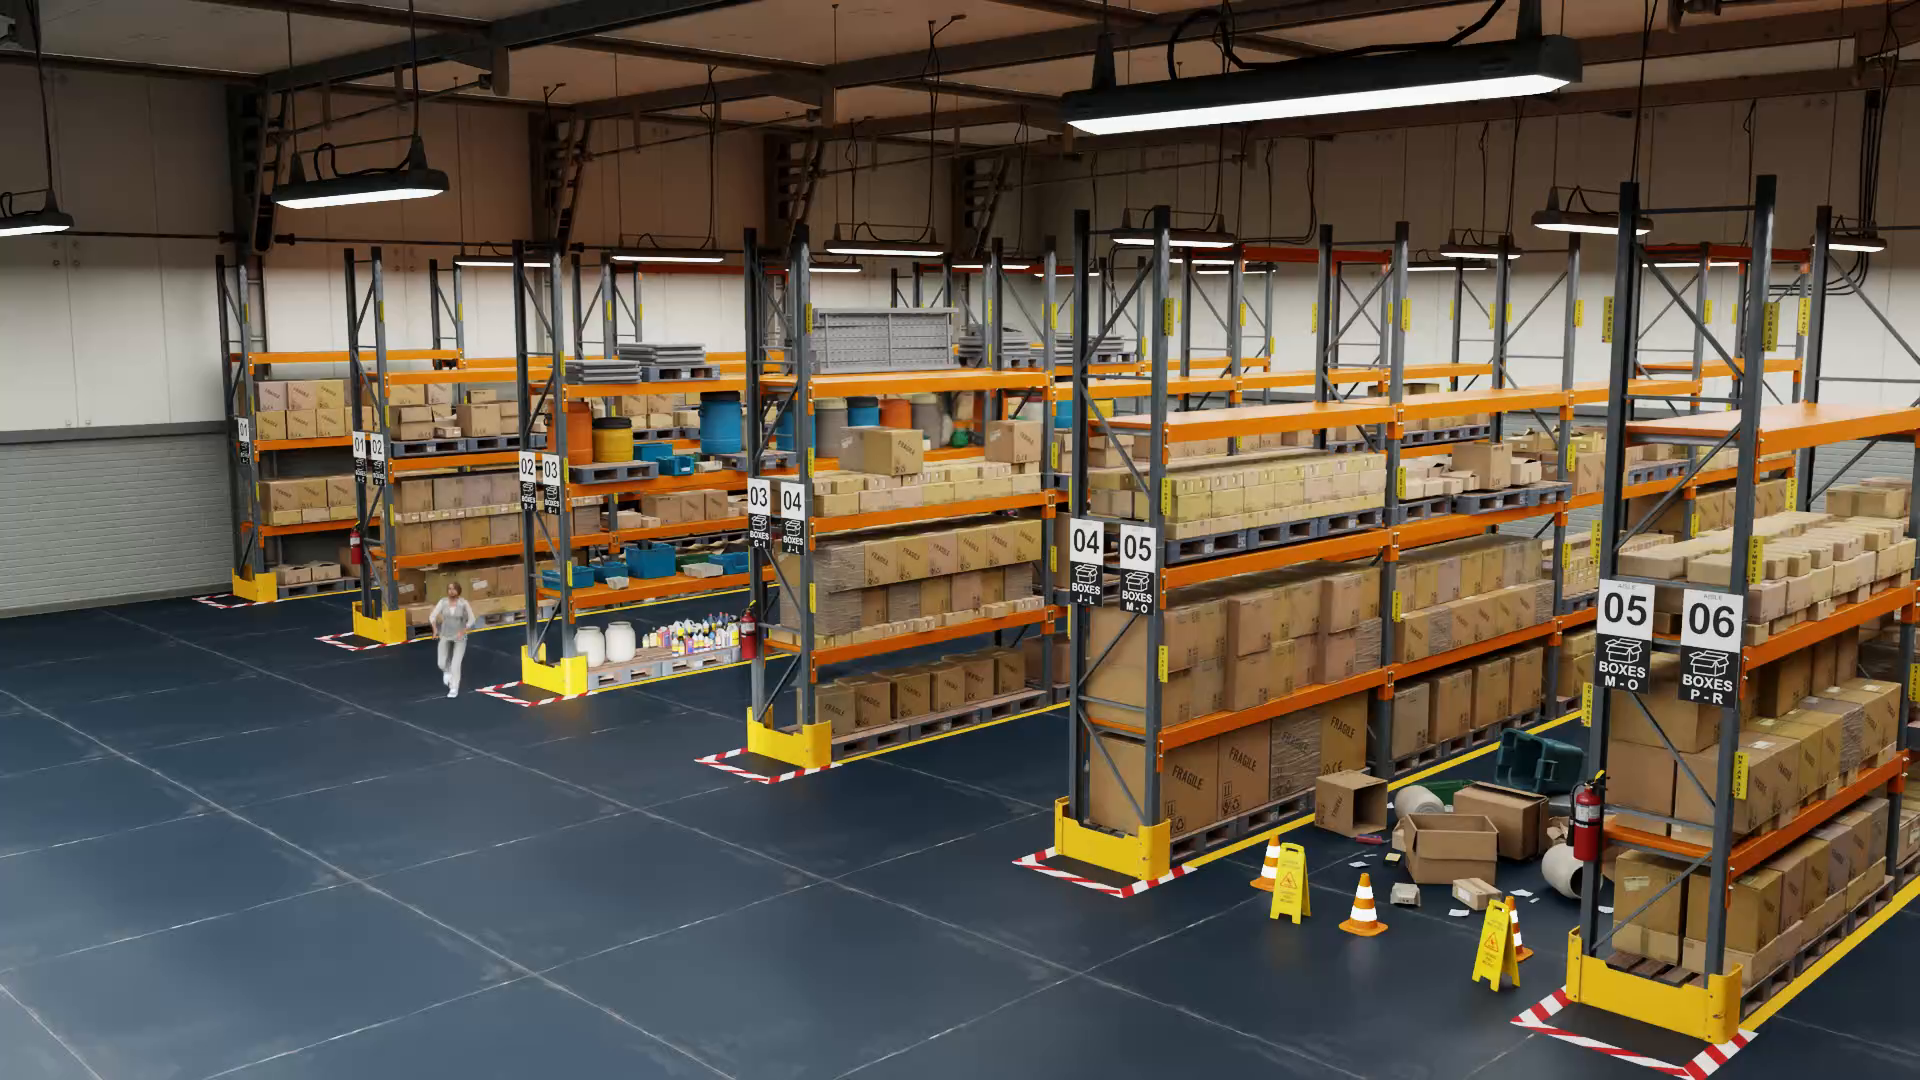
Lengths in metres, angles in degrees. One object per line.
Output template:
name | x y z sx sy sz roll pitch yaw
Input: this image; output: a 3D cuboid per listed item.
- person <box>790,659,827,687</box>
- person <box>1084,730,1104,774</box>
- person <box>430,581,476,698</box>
person | -2.009 1.112 22.834 0.675 1.729 1.013 4 9 24
person | 1.759 1.668 18.574 0.969 1.790 0.749 -7 11 -42
person | -6.695 1.297 21.972 0.585 1.542 0.509 -2 8 -12
